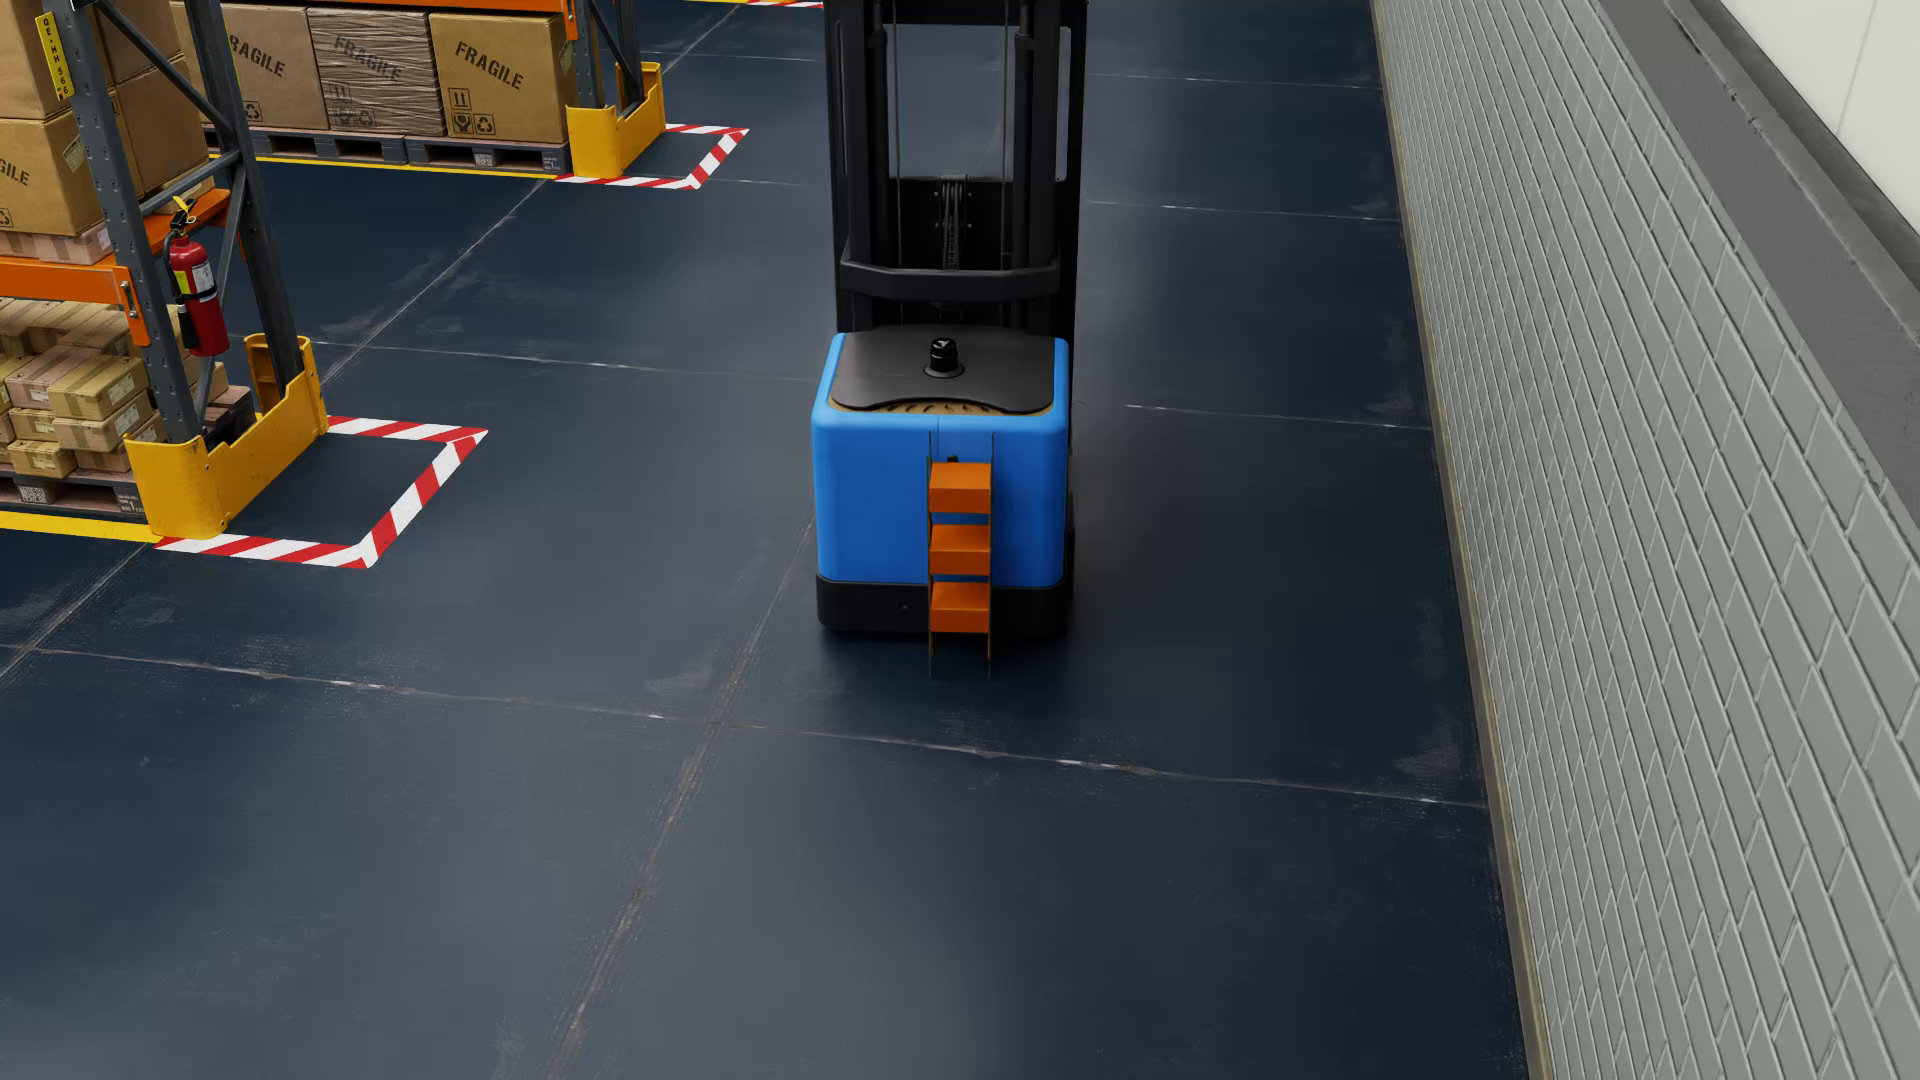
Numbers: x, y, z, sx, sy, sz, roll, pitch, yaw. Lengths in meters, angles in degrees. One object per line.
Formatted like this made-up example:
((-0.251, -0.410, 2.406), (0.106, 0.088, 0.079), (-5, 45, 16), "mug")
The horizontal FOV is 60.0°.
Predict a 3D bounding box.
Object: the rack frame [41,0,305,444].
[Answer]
((-3.474, -1.580, 7.448), (0.127, 3.000, 1.000), (5, 32, 8), "rack frame")

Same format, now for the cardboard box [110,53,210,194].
((-3.870, -1.933, 7.637), (0.500, 0.500, 0.500), (7, 33, 11), "cardboard box")

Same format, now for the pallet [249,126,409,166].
((-4.541, -3.124, 12.542), (1.213, 0.211, 1.003), (5, 32, 8), "pallet")

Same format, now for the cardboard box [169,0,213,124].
((-5.846, -3.699, 12.439), (0.875, 0.875, 0.875), (5, 32, 8), "cardboard box")

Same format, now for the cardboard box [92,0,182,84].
((-3.872, -2.352, 7.363), (0.500, 0.500, 0.500), (5, 32, 8), "cardboard box")

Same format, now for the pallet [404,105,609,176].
((-3.342, -3.014, 12.366), (1.213, 0.211, 1.003), (5, 32, 8), "pallet")

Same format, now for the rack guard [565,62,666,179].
((-2.517, -3.104, 12.237), (0.348, 0.500, 1.175), (5, 32, 8), "rack guard")

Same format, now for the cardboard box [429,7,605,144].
((-3.185, -3.458, 12.054), (0.875, 0.875, 0.875), (5, 32, 8), "cardboard box")

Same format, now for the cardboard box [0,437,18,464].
((-4.545, -0.526, 8.055), (0.250, 0.149, 0.380), (5, 32, 8), "cardboard box")

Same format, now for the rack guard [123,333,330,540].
((-3.549, -0.528, 8.122), (0.348, 0.500, 1.175), (5, 32, 8), "rack guard")

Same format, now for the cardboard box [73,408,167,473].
((-4.028, -0.488, 7.993), (0.250, 0.149, 0.380), (6, 32, 9), "cardboard box")

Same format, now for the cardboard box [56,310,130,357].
((-4.226, -0.988, 8.232), (0.250, 0.149, 0.380), (6, 33, 9), "cardboard box")

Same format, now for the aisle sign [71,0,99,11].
((-3.453, -2.519, 6.497), (0.004, 0.787, 0.394), (5, 32, 8), "aisle sign")

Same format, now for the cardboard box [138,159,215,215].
((-3.738, -1.674, 7.834), (0.250, 0.149, 0.380), (5, 32, 8), "cardboard box")

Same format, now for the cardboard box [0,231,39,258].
((-4.082, -1.397, 7.391), (0.250, 0.149, 0.380), (5, 32, 8), "cardboard box")

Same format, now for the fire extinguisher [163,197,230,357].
((-3.304, -1.126, 7.145), (0.183, 0.674, 0.296), (5, 32, 8), "fire extinguisher")

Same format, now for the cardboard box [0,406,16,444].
((-4.555, -0.619, 7.923), (0.250, 0.149, 0.380), (4, 32, 6), "cardboard box")

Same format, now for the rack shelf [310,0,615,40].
((-4.512, -4.039, 12.054), (4.000, 0.370, 1.077), (5, 32, 8), "rack shelf")

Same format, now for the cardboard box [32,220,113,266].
((-3.843, -1.355, 7.325), (0.250, 0.149, 0.380), (5, 32, 8), "cardboard box")

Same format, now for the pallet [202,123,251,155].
((-5.747, -3.232, 12.714), (1.213, 0.211, 1.003), (5, 32, 8), "pallet")

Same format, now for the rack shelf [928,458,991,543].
((0.002, -0.156, 6.495), (0.240, 0.259, 0.215), (1, 32, 2), "rack shelf")

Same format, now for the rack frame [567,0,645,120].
((-2.540, -4.165, 11.578), (0.127, 3.000, 1.000), (5, 32, 8), "rack frame")

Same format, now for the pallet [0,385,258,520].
((-4.344, -0.496, 8.344), (1.213, 0.211, 1.003), (5, 32, 8), "pallet")

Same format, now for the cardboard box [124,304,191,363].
((-3.934, -1.027, 8.293), (0.250, 0.149, 0.380), (4, 32, 6), "cardboard box")

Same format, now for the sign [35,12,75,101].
((-3.587, -1.917, 6.596), (0.005, 0.325, 0.100), (5, 32, 8), "sign")

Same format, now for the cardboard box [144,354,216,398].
((-3.948, -0.857, 8.303), (0.250, 0.149, 0.380), (6, 33, 10), "cardboard box")

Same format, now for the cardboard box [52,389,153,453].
((-4.043, -0.574, 7.850), (0.250, 0.149, 0.380), (4, 32, 7), "cardboard box")

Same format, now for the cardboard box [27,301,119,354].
((-4.452, -1.078, 8.375), (0.250, 0.149, 0.380), (5, 32, 8), "cardboard box")

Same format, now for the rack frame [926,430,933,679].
((-0.120, 0.073, 6.644), (0.008, 1.050, 0.200), (1, 32, 2), "rack frame")

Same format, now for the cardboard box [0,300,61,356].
((-4.711, -1.057, 8.341), (0.250, 0.149, 0.380), (4, 32, 6), "cardboard box")

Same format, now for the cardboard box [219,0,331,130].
((-4.959, -3.619, 12.311), (0.875, 0.875, 0.875), (5, 32, 8), "cardboard box")

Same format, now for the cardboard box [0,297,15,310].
((-4.983, -1.086, 8.389), (0.250, 0.149, 0.380), (6, 33, 10), "cardboard box")

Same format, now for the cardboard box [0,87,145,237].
((-3.961, -1.654, 7.191), (0.500, 0.500, 0.500), (6, 33, 9), "cardboard box")

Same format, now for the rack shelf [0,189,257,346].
((-5.446, -1.454, 7.924), (4.000, 0.370, 1.077), (5, 32, 8), "rack shelf")

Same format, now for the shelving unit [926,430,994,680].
((0.002, 0.076, 6.640), (0.252, 1.050, 0.215), (1, 32, 2), "shelving unit")

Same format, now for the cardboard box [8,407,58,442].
((-4.291, -0.625, 7.933), (0.250, 0.149, 0.380), (4, 32, 7), "cardboard box")

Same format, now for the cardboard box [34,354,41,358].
((-4.464, -0.887, 8.350), (0.250, 0.149, 0.380), (6, 32, 9), "cardboard box")

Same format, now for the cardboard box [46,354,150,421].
((-4.039, -0.717, 7.798), (0.250, 0.149, 0.380), (6, 32, 9), "cardboard box")

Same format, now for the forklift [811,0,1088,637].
((-0.004, -1.591, 7.529), (1.130, 2.935, 3.031), (2, 32, 3), "forklift")

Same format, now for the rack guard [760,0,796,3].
((-1.681, -5.701, 16.387), (0.348, 0.500, 1.175), (5, 32, 8), "rack guard")

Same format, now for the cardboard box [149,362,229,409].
((-3.937, -0.764, 8.435), (0.250, 0.149, 0.380), (6, 33, 9), "cardboard box")

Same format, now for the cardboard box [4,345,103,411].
((-4.277, -0.769, 7.882), (0.250, 0.149, 0.380), (6, 33, 9), "cardboard box")

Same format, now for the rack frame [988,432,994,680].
((0.124, 0.078, 6.636), (0.008, 1.050, 0.200), (1, 32, 2), "rack frame")

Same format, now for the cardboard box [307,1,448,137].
((-4.082, -3.539, 12.184), (0.875, 0.875, 0.875), (5, 32, 8), "cardboard box")

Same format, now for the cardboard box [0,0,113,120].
((-3.967, -2.083, 6.934), (0.500, 0.500, 0.500), (5, 32, 7), "cardboard box")

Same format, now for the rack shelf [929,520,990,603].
((0.002, 0.085, 6.645), (0.240, 0.259, 0.215), (1, 32, 2), "rack shelf")

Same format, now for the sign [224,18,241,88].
((-3.383, -2.231, 7.671), (0.005, 0.325, 0.100), (5, 32, 8), "sign")

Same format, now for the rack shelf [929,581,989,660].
((0.002, 0.320, 6.793), (0.240, 0.259, 0.215), (1, 32, 2), "rack shelf")

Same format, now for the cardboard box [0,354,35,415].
((-4.553, -0.726, 7.813), (0.250, 0.149, 0.380), (4, 32, 7), "cardboard box")

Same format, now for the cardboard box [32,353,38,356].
((-4.699, -0.966, 8.477), (0.250, 0.149, 0.380), (6, 33, 10), "cardboard box")

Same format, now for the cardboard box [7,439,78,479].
((-4.299, -0.458, 7.945), (0.250, 0.149, 0.380), (6, 33, 10), "cardboard box")
